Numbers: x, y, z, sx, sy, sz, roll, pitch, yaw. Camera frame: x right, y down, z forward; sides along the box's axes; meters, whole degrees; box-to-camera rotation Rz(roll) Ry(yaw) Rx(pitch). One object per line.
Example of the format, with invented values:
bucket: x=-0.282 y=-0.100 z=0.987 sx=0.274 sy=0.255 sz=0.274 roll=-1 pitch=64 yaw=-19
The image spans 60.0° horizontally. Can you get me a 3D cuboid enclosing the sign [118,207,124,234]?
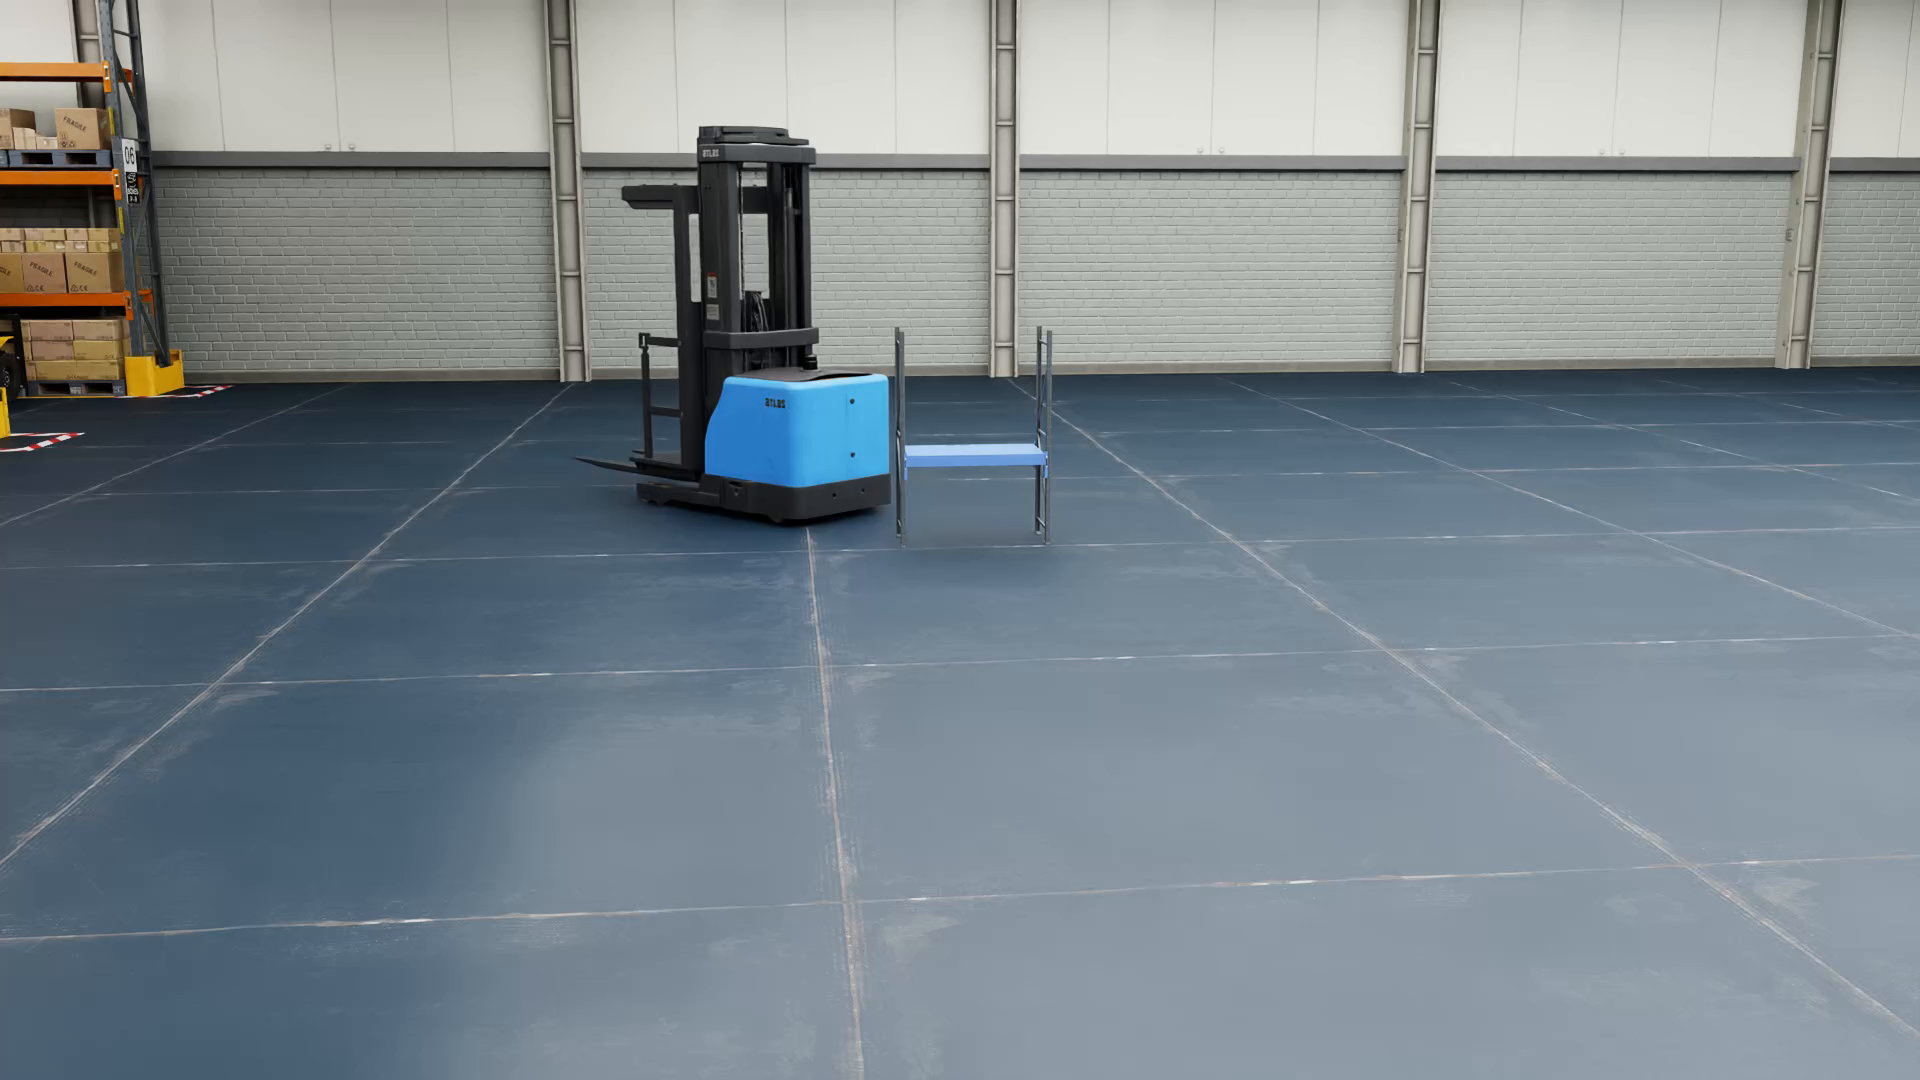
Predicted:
sign: x=-10.481 y=-3.992 z=20.782 sx=0.005 sy=0.325 sz=0.100 roll=-1 pitch=11 yaw=-6

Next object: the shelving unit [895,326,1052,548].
shelving unit: x=0.085 y=-0.738 z=11.732 sx=1.048 sy=1.500 sz=0.538 roll=-1 pitch=11 yaw=-6

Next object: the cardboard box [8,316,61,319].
cardboard box: x=-12.019 y=-2.766 z=21.611 sx=0.500 sy=0.250 sz=0.500 roll=-1 pitch=11 yaw=-6

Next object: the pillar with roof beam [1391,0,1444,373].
pillar with roof beam: x=7.044 y=-6.063 z=19.382 sx=0.400 sy=9.000 sz=9.100 roll=-1 pitch=11 yaw=-6

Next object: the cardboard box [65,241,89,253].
cardboard box: x=-11.091 y=-3.707 z=21.009 sx=0.250 sy=0.149 sz=0.380 roll=-1 pitch=11 yaw=-5

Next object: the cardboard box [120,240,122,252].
cardboard box: x=-10.891 y=-3.822 z=21.593 sx=0.250 sy=0.149 sz=0.380 roll=-1 pitch=11 yaw=-8

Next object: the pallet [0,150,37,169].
pallet: x=-12.447 y=-4.805 z=20.985 sx=1.213 sy=0.211 sz=1.003 roll=-1 pitch=11 yaw=-6

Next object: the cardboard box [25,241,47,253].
cardboard box: x=-11.603 y=-3.711 z=21.026 sx=0.250 sy=0.149 sz=0.380 roll=-1 pitch=11 yaw=-6

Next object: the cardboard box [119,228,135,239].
cardboard box: x=-10.883 y=-3.959 z=21.520 sx=0.250 sy=0.149 sz=0.380 roll=-1 pitch=11 yaw=-7

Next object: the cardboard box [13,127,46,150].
cardboard box: x=-11.569 y=-4.992 z=20.710 sx=0.258 sy=0.266 sz=0.396 roll=-1 pitch=11 yaw=-6

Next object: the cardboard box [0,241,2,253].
cardboard box: x=-12.113 y=-3.687 z=20.906 sx=0.250 sy=0.149 sz=0.380 roll=-1 pitch=11 yaw=-6

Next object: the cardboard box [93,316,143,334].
cardboard box: x=-11.024 y=-2.786 z=21.710 sx=0.500 sy=0.250 sz=0.500 roll=-1 pitch=11 yaw=-7

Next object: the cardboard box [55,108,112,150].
cardboard box: x=-10.939 y=-5.132 z=20.814 sx=0.500 sy=0.500 sz=0.500 roll=-1 pitch=11 yaw=-4

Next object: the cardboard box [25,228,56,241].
cardboard box: x=-11.614 y=-3.865 z=21.039 sx=0.250 sy=0.149 sz=0.380 roll=-1 pitch=11 yaw=-6

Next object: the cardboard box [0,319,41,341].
cardboard box: x=-11.957 y=-2.666 z=21.100 sx=0.500 sy=0.250 sz=0.500 roll=-1 pitch=11 yaw=-5

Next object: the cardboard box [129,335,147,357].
cardboard box: x=-11.015 y=-2.544 z=21.777 sx=0.500 sy=0.250 sz=0.500 roll=-1 pitch=11 yaw=-5

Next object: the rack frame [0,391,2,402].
rack frame: x=-9.986 y=-2.460 z=16.606 sx=0.127 sy=3.000 sz=1.000 roll=-1 pitch=11 yaw=-6

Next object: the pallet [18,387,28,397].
pallet: x=-12.491 y=-1.995 z=21.469 sx=1.213 sy=0.211 sz=1.003 roll=-1 pitch=11 yaw=-6

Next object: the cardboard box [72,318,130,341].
cardboard box: x=-10.950 y=-2.690 z=21.223 sx=0.500 sy=0.250 sz=0.500 roll=-1 pitch=11 yaw=-4

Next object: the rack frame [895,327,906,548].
rack frame: x=-0.421 y=-0.727 z=11.679 sx=0.032 sy=1.500 sz=0.500 roll=-1 pitch=11 yaw=-6

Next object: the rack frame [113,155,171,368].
rack frame: x=-10.526 y=-3.412 z=21.448 sx=0.127 sy=3.000 sz=1.000 roll=-1 pitch=11 yaw=-6

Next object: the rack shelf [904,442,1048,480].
rack shelf: x=0.085 y=-0.561 z=11.767 sx=1.000 sy=0.185 sz=0.538 roll=-1 pitch=11 yaw=-6

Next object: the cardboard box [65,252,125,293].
cardboard box: x=-10.987 y=-3.400 z=21.130 sx=0.500 sy=0.500 sz=0.500 roll=-1 pitch=11 yaw=-7

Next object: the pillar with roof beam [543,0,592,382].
pillar with roof beam: x=-4.885 y=-5.813 z=18.111 sx=0.400 sy=9.000 sz=9.100 roll=-1 pitch=11 yaw=-6

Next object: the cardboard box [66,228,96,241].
cardboard box: x=-11.101 y=-3.866 z=21.047 sx=0.250 sy=0.149 sz=0.380 roll=-1 pitch=11 yaw=-6

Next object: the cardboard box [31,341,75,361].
cardboard box: x=-11.476 y=-2.436 z=21.225 sx=0.500 sy=0.250 sz=0.500 roll=-1 pitch=11 yaw=-7

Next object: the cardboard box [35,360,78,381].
cardboard box: x=-11.454 y=-2.190 z=21.271 sx=0.500 sy=0.250 sz=0.500 roll=-1 pitch=11 yaw=-6

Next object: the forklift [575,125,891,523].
forklift: x=-1.969 y=-1.779 z=13.321 sx=3.031 sy=2.935 sz=1.130 roll=10 pitch=15 yaw=41

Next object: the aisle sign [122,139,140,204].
aisle sign: x=-10.429 y=-4.633 z=20.917 sx=0.004 sy=0.787 sz=0.394 roll=-1 pitch=11 yaw=-6

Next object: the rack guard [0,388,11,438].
rack guard: x=-10.061 y=-1.232 z=16.839 sx=0.348 sy=0.500 sz=1.175 roll=-1 pitch=11 yaw=-6

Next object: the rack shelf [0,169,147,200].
rack shelf: x=-12.514 y=-4.489 z=21.016 sx=4.000 sy=0.370 sz=1.077 roll=-1 pitch=11 yaw=-6

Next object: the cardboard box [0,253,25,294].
cardboard box: x=-12.013 y=-3.381 z=21.029 sx=0.500 sy=0.500 sz=0.500 roll=-1 pitch=11 yaw=-7
